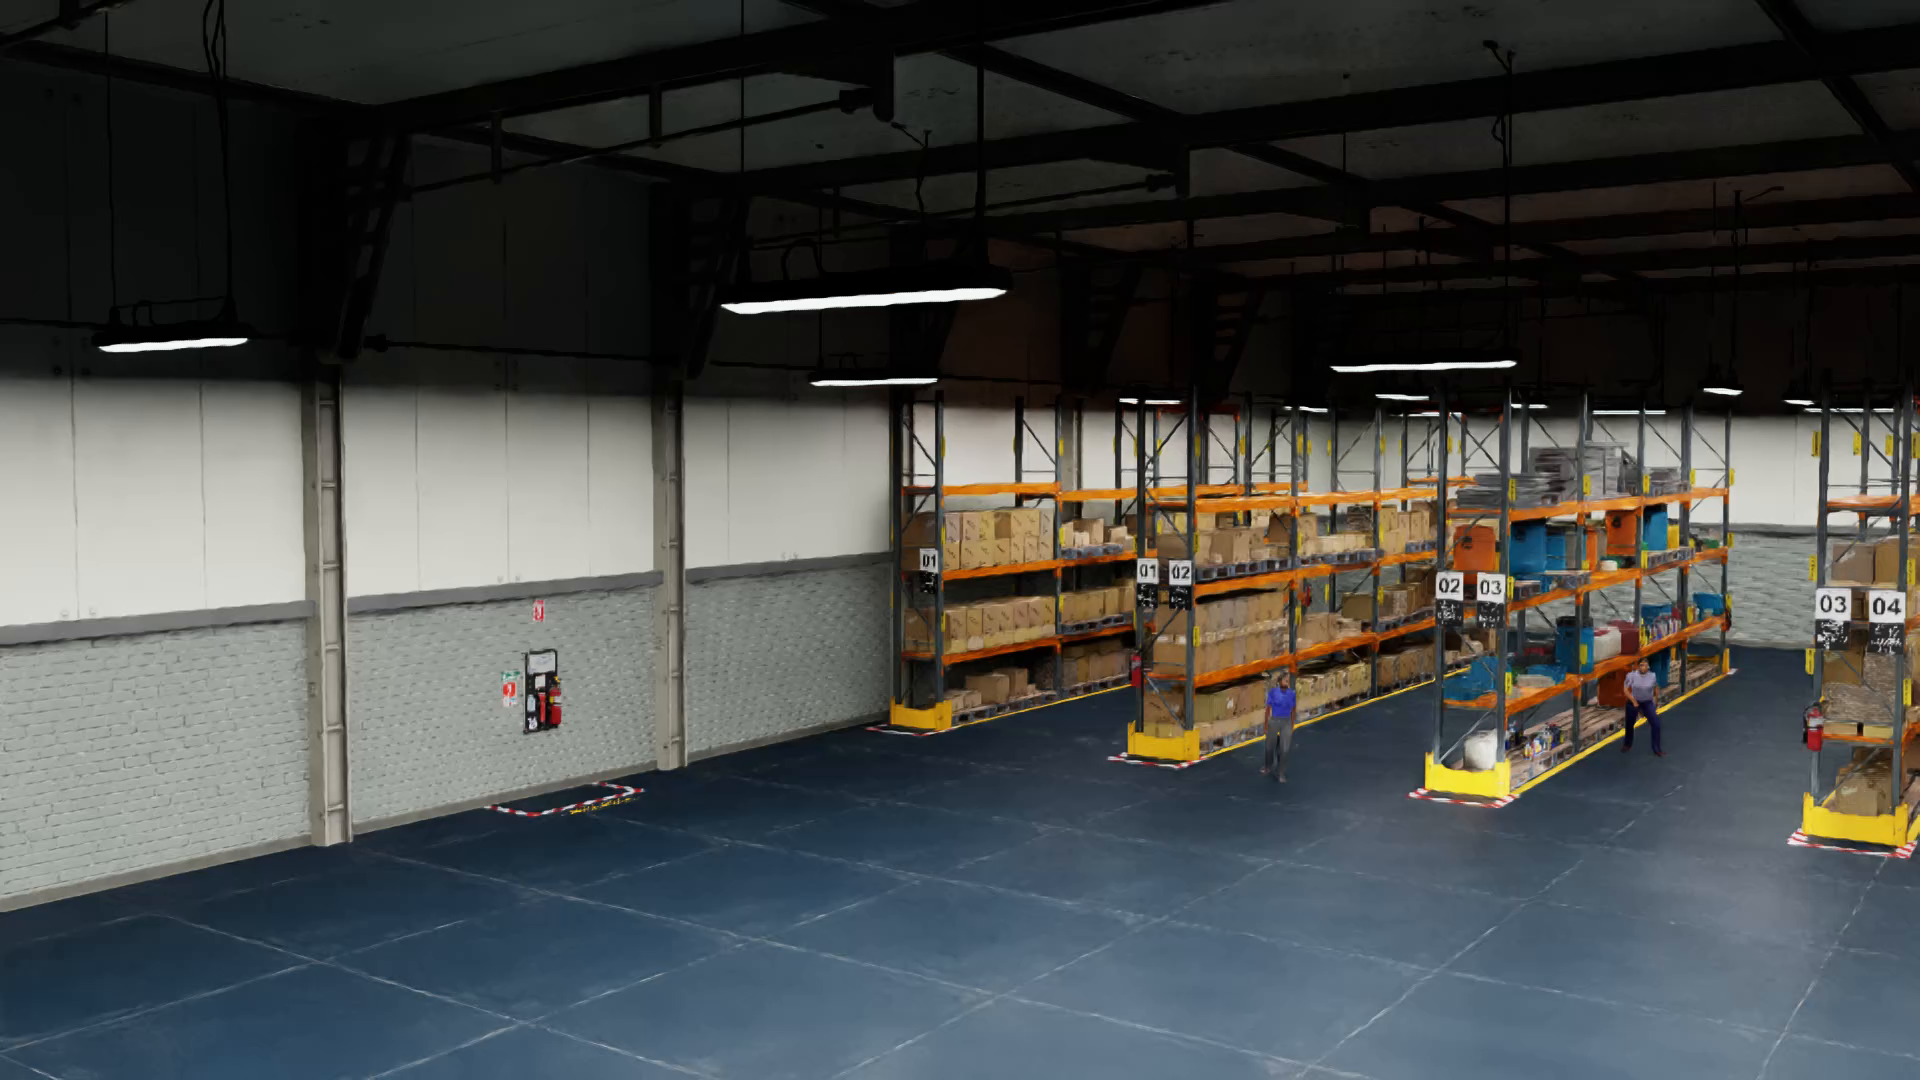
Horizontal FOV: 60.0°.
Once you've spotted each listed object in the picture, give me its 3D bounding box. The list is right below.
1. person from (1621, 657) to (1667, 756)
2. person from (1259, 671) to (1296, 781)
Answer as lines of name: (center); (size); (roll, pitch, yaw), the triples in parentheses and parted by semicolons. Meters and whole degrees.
person: (11.112, 2.706, 27.063); (0.660, 1.538, 0.785); (1, 3, 13)
person: (4.783, 2.774, 25.045); (0.517, 1.646, 0.527); (0, 3, -1)
